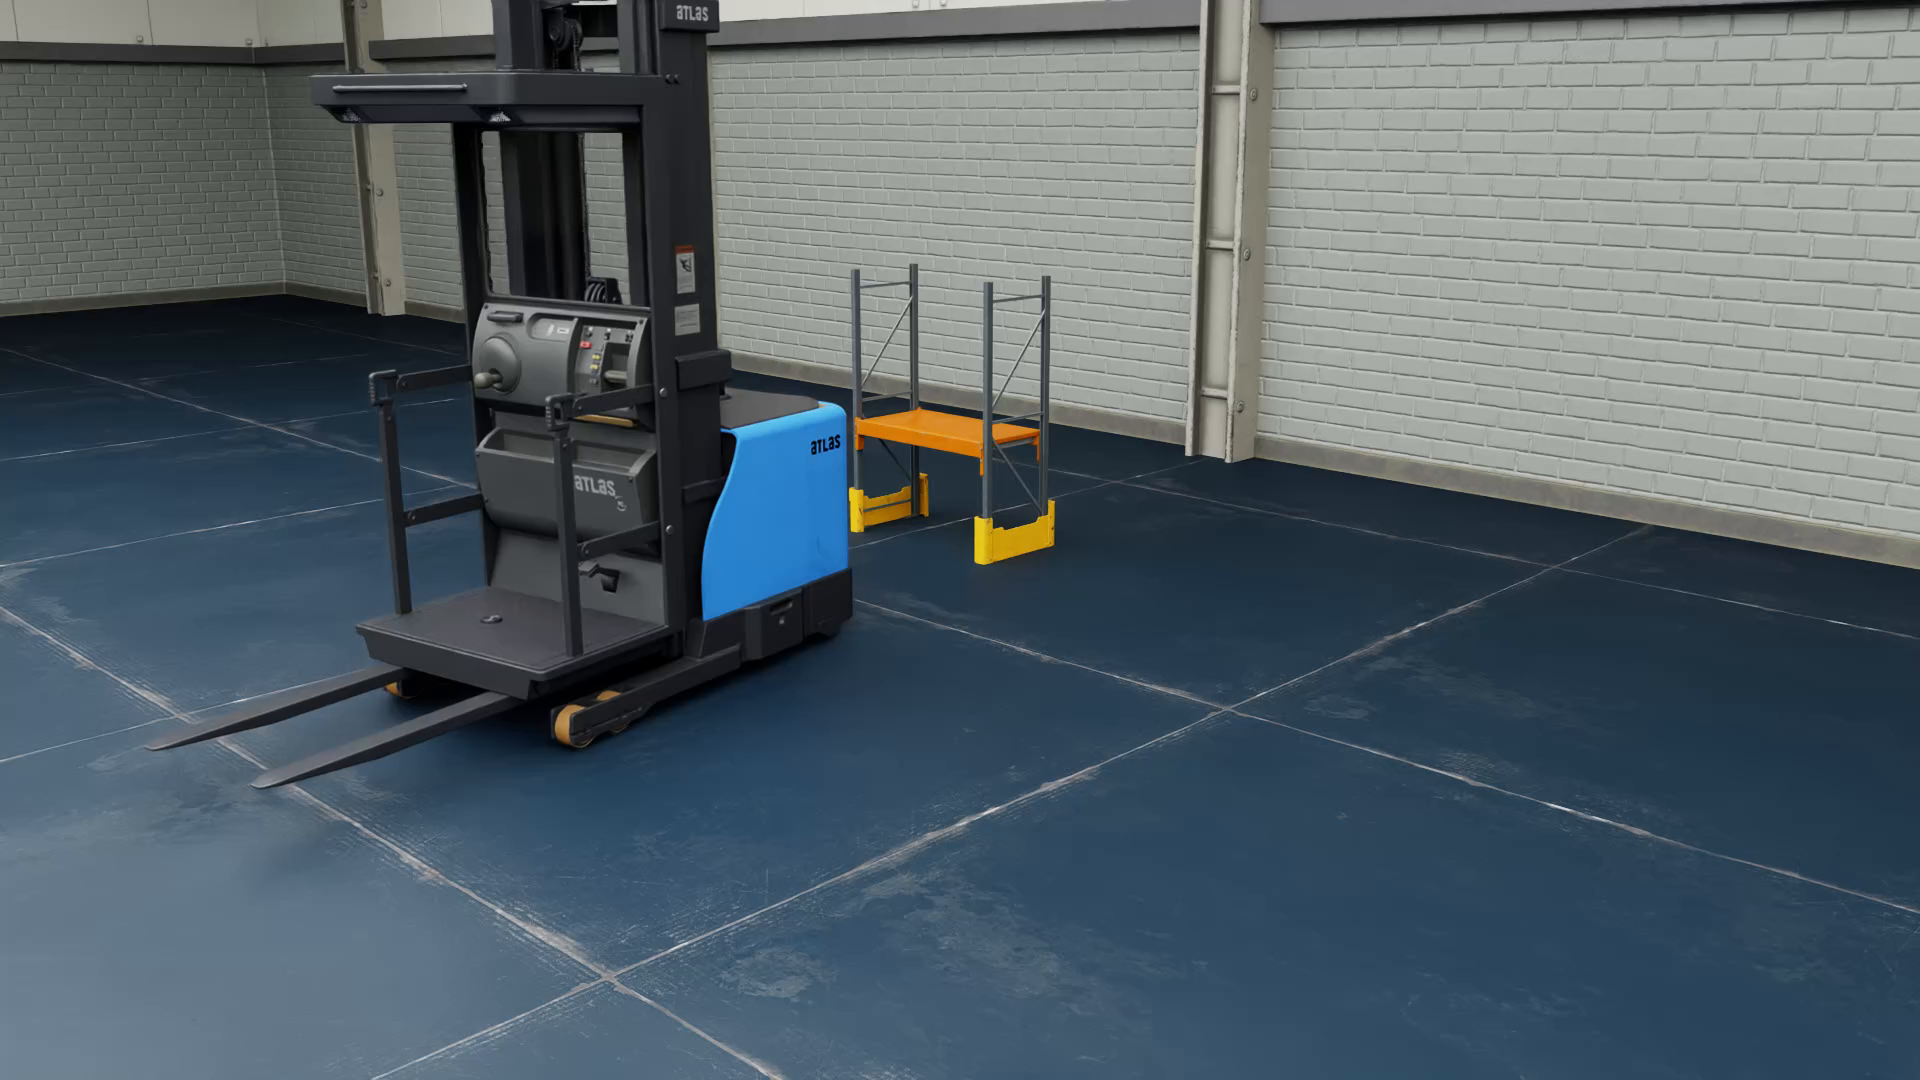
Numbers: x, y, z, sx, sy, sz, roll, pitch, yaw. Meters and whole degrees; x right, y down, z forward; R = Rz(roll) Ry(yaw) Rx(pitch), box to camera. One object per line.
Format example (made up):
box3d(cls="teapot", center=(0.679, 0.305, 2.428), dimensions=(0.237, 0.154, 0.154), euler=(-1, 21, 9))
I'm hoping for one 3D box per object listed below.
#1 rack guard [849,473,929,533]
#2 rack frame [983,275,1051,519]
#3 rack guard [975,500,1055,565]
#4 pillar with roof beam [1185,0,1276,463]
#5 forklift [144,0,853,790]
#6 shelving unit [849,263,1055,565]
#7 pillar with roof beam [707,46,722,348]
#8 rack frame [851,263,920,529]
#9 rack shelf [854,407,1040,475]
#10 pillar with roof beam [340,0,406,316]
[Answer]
box3d(cls="rack guard", center=(-0.413, -0.221, 9.786), dimensions=(0.087, 0.250, 0.587), euler=(14, 20, 42))
box3d(cls="rack frame", center=(0.305, -0.652, 8.959), dimensions=(0.032, 1.500, 0.500), euler=(14, 20, 42))
box3d(cls="rack guard", center=(0.304, -0.047, 9.117), dimensions=(0.087, 0.250, 0.587), euler=(14, 20, 42))
box3d(cls="pillar with roof beam", center=(-1.154, -4.167, 7.579), dimensions=(0.400, 9.000, 9.100), euler=(14, 20, 42))
box3d(cls="forklift", center=(-1.732, -0.756, 6.520), dimensions=(1.130, 2.935, 3.031), euler=(9, 17, 32))
box3d(cls="shelving unit", center=(-0.055, -0.739, 9.294), dimensions=(1.083, 1.500, 0.587), euler=(14, 20, 42))
box3d(cls="pillar with roof beam", center=(-5.474, -5.217, 11.609), dimensions=(0.400, 9.000, 9.100), euler=(14, 20, 42))
box3d(cls="rack frame", center=(-0.427, -0.830, 9.642), dimensions=(0.032, 1.500, 0.500), euler=(14, 20, 42))
box3d(cls="rack shelf", center=(-0.061, -0.567, 9.346), dimensions=(1.000, 0.185, 0.538), euler=(14, 20, 42))
box3d(cls="pillar with roof beam", center=(-9.793, -6.268, 15.639), dimensions=(0.400, 9.000, 9.100), euler=(14, 20, 42))
